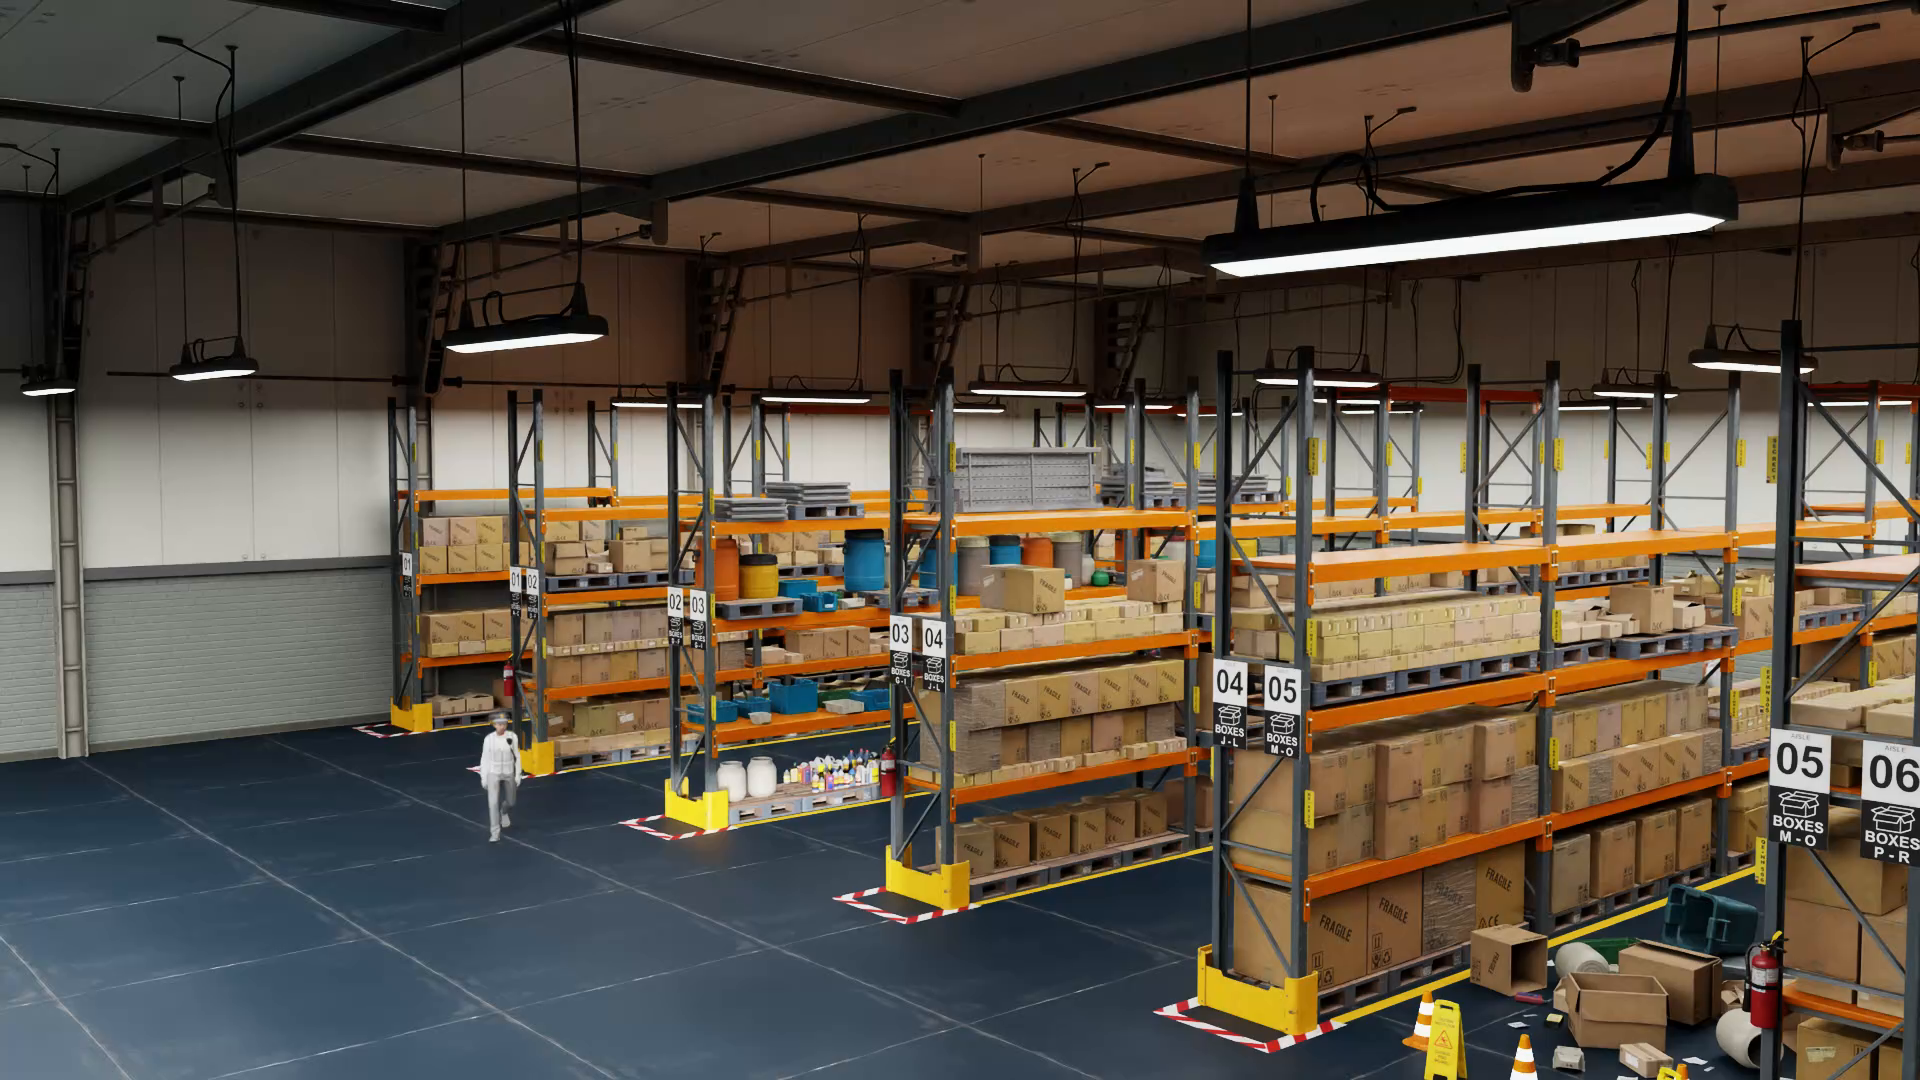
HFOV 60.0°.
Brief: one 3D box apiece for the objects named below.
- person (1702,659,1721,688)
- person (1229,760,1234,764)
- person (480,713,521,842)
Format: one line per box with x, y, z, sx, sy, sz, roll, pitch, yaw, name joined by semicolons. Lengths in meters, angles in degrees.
14.265;2.568;31.269;0.466;1.550;1.028;-1;3;-14;person
4.237;2.813;26.639;0.441;1.596;0.438;-2;4;-33;person
-6.021;3.065;21.808;0.514;1.636;0.918;-1;4;-22;person
